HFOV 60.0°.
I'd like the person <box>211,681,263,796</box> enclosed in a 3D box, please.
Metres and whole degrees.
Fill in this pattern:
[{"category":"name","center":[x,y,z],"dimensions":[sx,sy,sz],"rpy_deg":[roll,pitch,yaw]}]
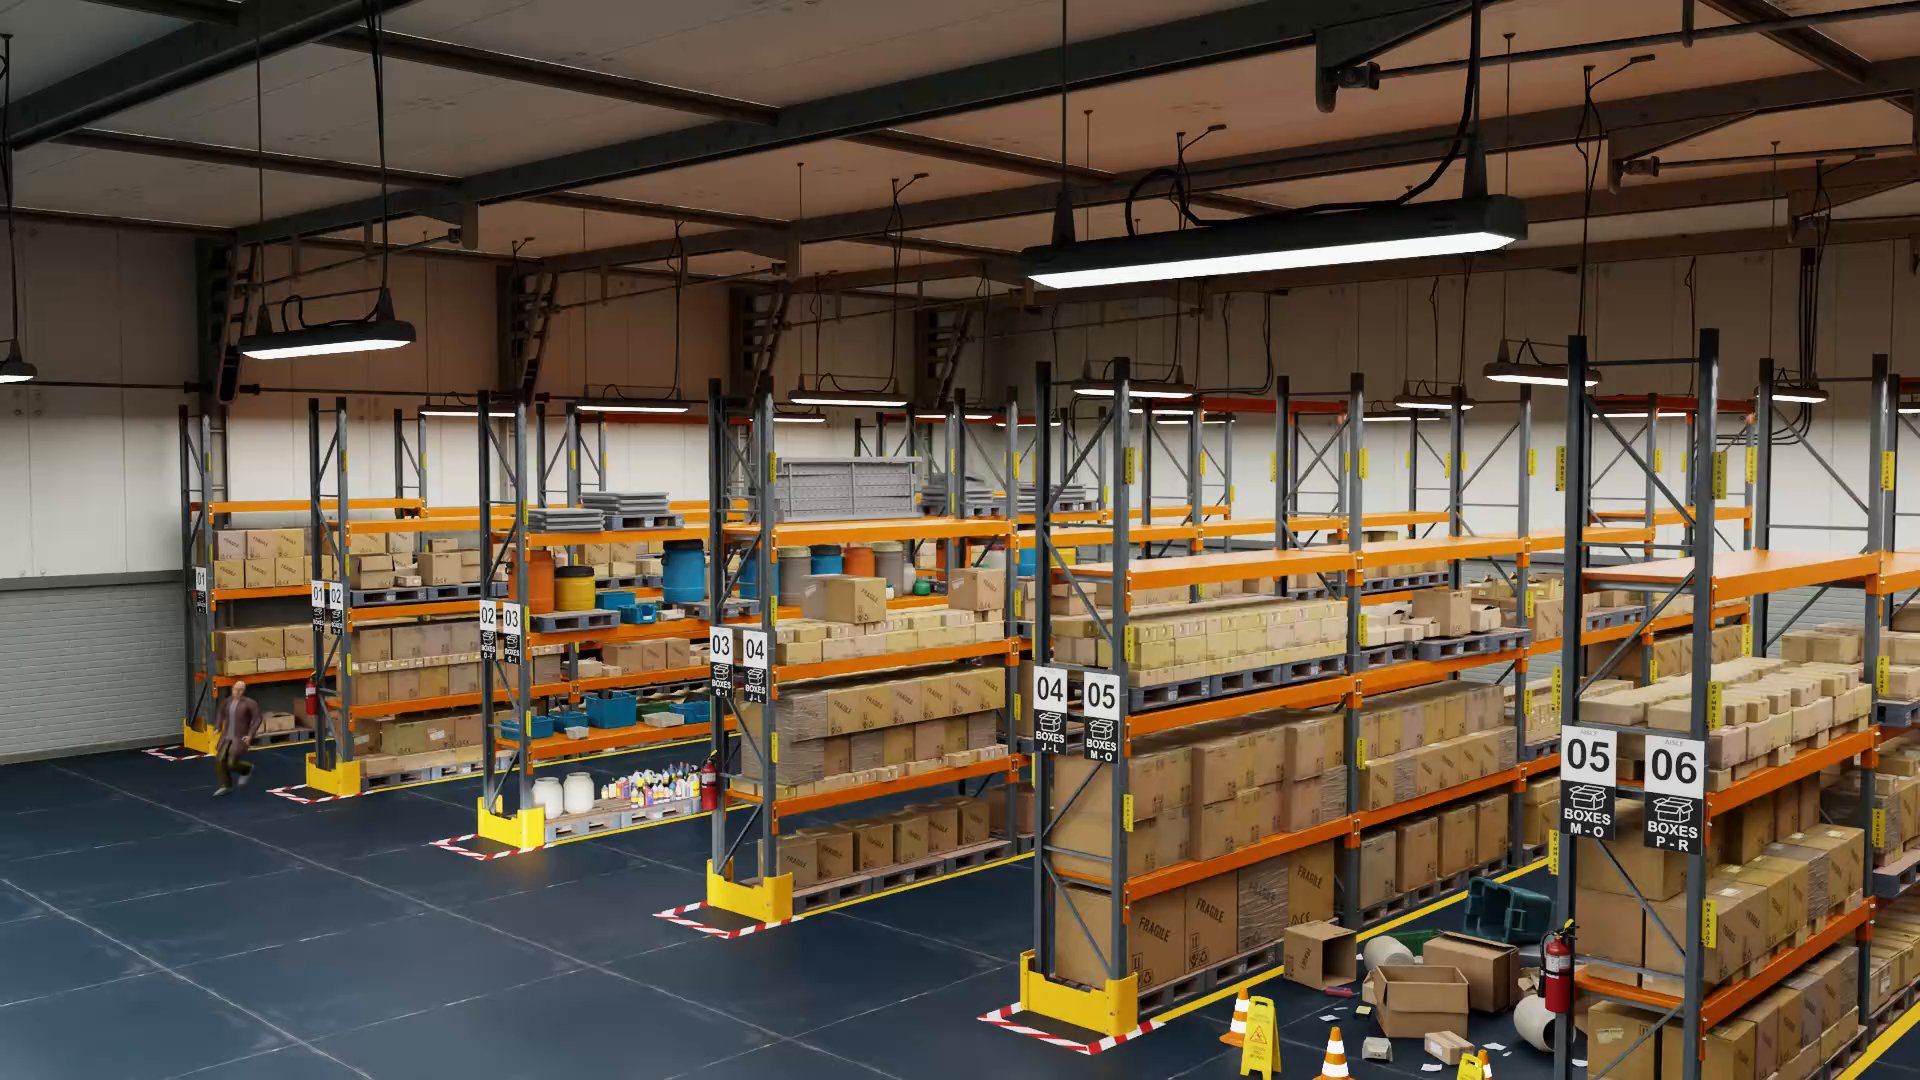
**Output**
[{"category":"person","center":[-10.932,2.986,25.231],"dimensions":[0.751,1.717,0.649],"rpy_deg":[1,3,10]}]
